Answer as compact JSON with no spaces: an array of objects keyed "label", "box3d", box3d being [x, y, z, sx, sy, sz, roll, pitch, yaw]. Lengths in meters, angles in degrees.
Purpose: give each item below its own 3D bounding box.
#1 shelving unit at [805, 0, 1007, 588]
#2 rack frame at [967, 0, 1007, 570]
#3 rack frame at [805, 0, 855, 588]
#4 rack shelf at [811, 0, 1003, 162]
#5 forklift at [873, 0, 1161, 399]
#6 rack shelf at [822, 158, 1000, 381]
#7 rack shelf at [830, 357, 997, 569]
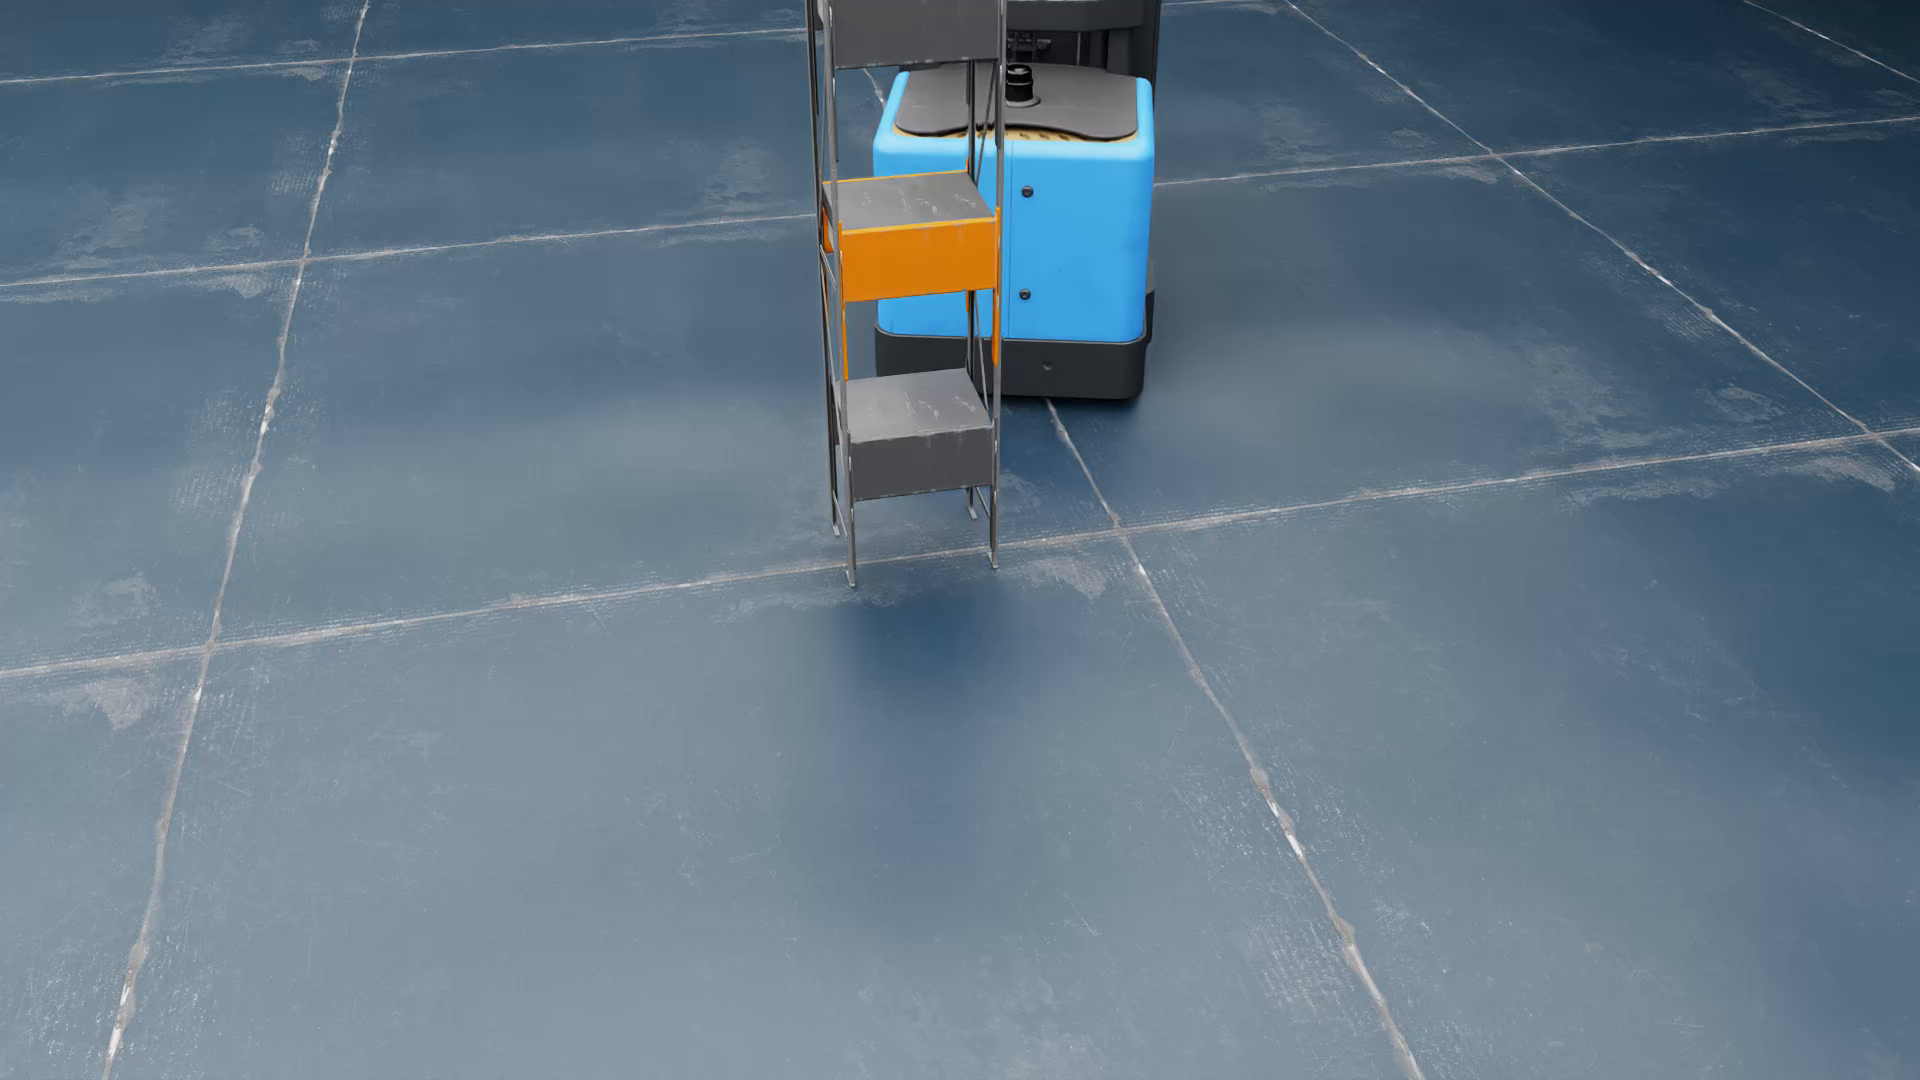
[{"label":"shelving unit","box3d":[-0.161,-0.852,5.135,0.503,2.100,0.431,-7,35,-11]},{"label":"rack frame","box3d":[0.077,-0.882,5.179,0.015,2.100,0.400,-7,35,-11]},{"label":"rack frame","box3d":[-0.399,-0.822,5.090,0.015,2.100,0.400,-7,35,-11]},{"label":"rack shelf","box3d":[-0.161,-1.421,4.752,0.480,0.518,0.431,-7,35,-11]},{"label":"forklift","box3d":[0.304,-2.561,6.936,1.130,2.935,3.031,3,34,4]},{"label":"rack shelf","box3d":[-0.161,-0.840,5.142,0.480,0.518,0.431,-7,35,-11]},{"label":"rack shelf","box3d":[-0.161,-0.259,5.532,0.480,0.518,0.431,-7,35,-11]}]
